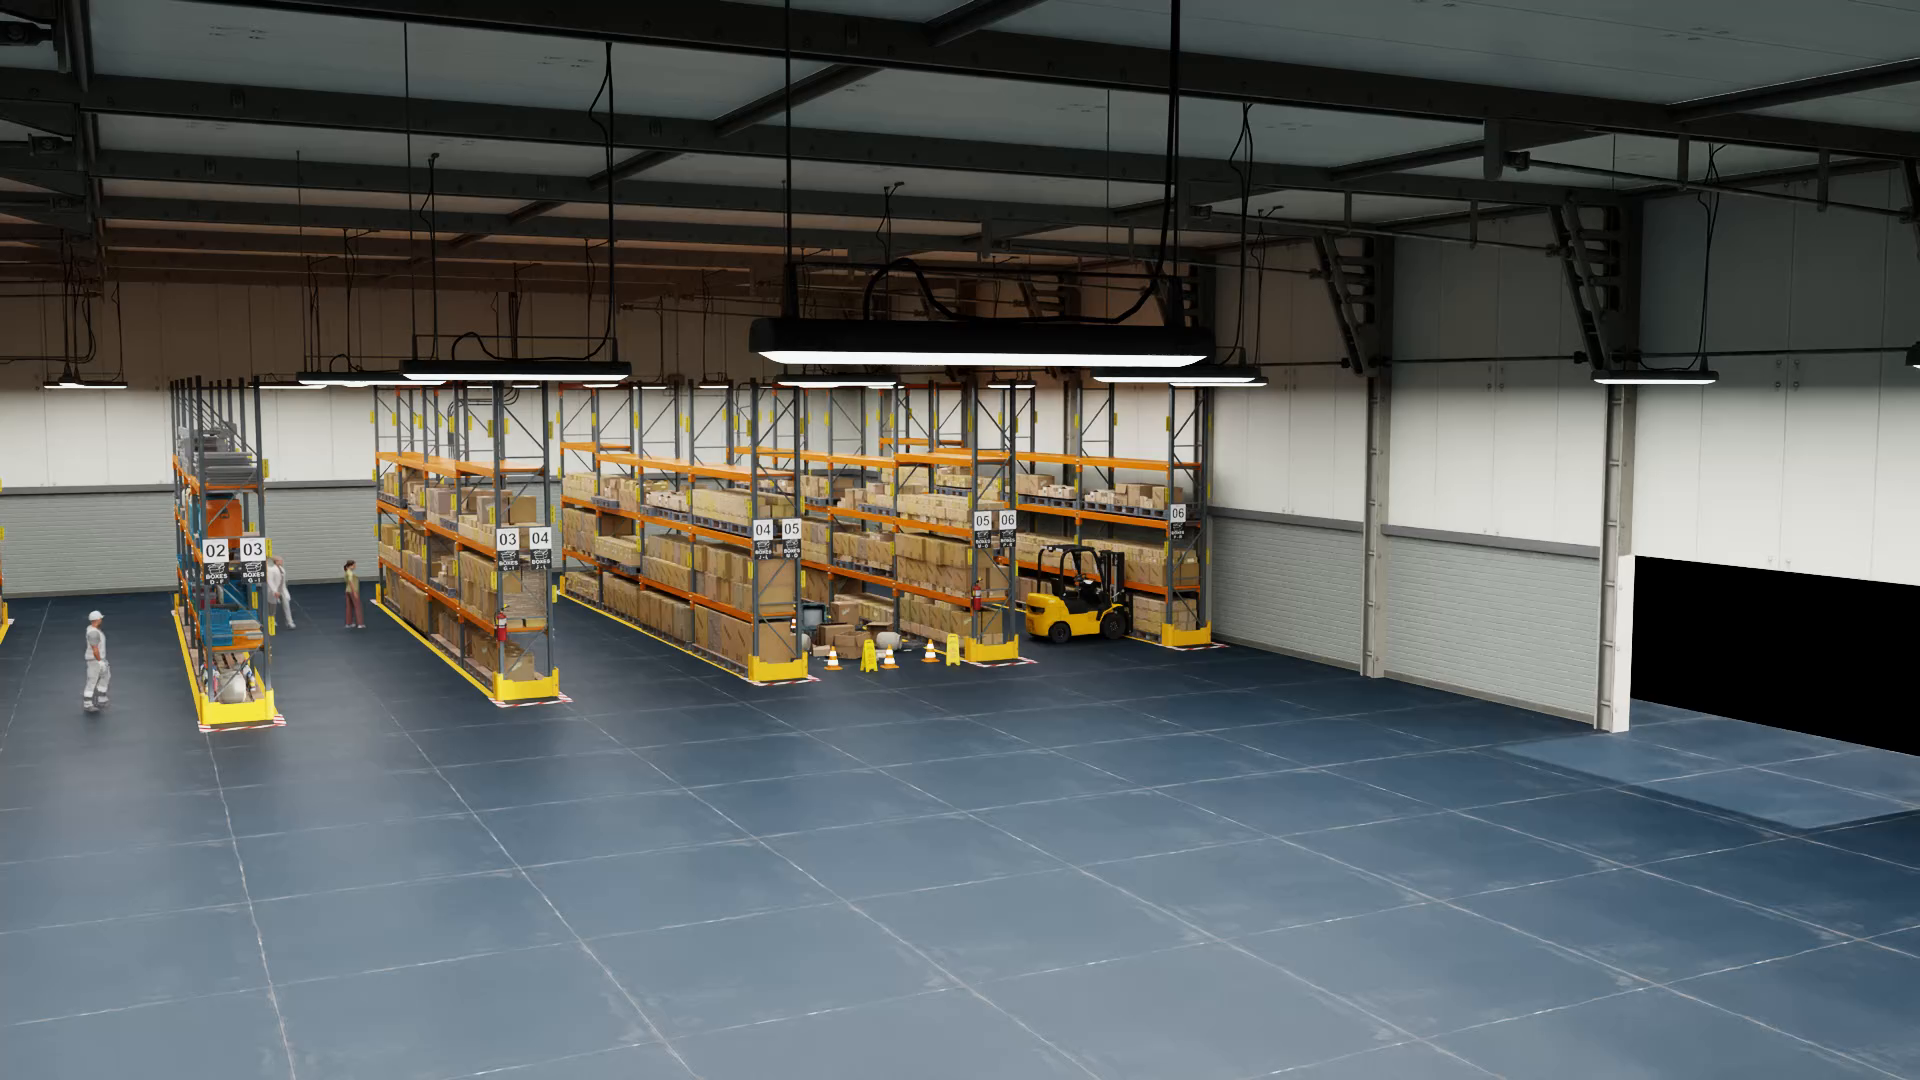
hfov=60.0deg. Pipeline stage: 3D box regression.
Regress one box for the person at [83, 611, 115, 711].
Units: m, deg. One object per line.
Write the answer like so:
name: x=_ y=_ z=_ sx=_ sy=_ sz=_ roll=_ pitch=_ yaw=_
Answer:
person: x=-15.541 y=2.183 z=29.947 sx=0.443 sy=1.830 sz=0.643 roll=-1 pitch=5 yaw=-15

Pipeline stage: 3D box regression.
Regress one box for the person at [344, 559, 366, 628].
person: x=-14.670 y=1.305 z=40.292 sx=0.511 sy=1.657 sz=0.441 roll=5 pitch=7 yaw=43

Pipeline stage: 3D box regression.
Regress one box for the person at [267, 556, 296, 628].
person: x=-16.498 y=1.254 z=40.256 sx=0.532 sy=1.719 sz=1.106 roll=-5 pitch=7 yaw=-42
